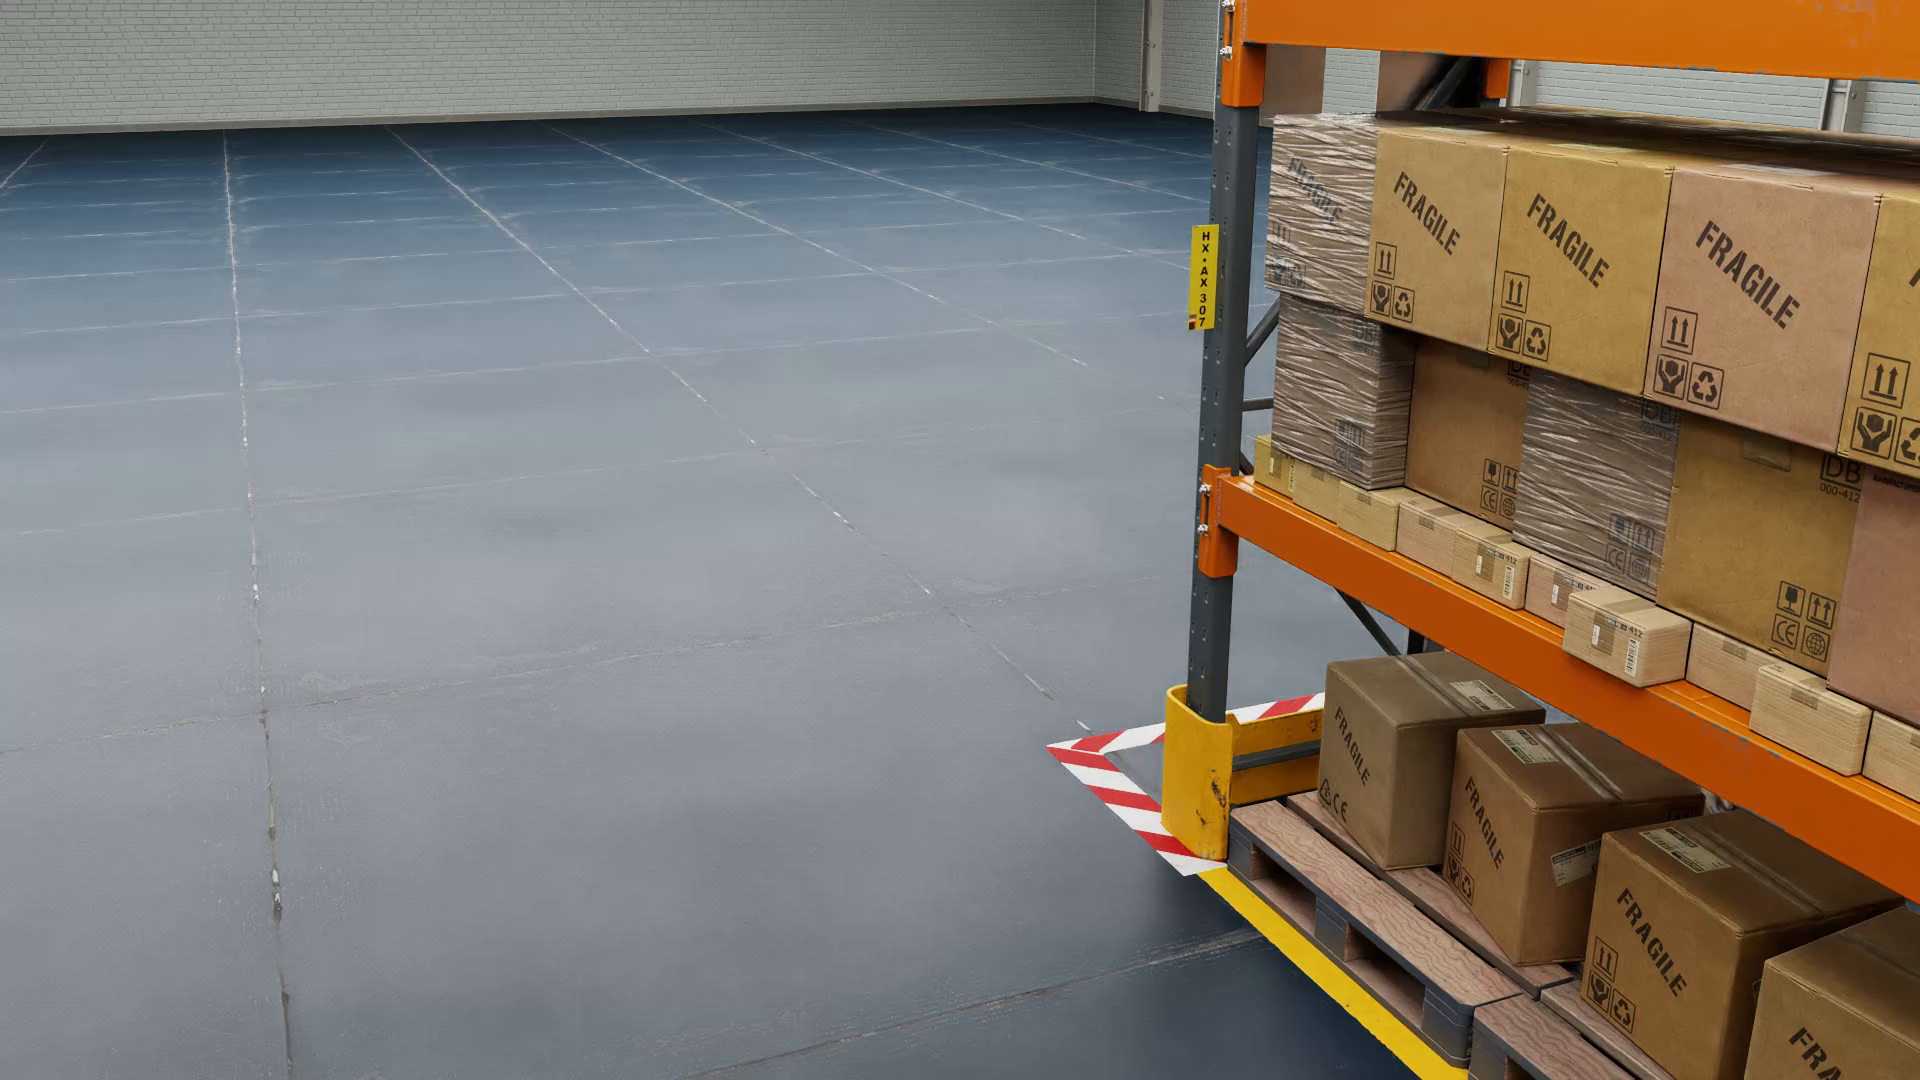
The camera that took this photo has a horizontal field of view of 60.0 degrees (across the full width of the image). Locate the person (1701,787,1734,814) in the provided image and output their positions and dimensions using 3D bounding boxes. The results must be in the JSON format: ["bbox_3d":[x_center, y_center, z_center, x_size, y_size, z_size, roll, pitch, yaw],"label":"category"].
[{"bbox_3d":[2.761,0.485,5.975,0.569,0.907,0.904,-1,19,-2],"label":"person"}]
